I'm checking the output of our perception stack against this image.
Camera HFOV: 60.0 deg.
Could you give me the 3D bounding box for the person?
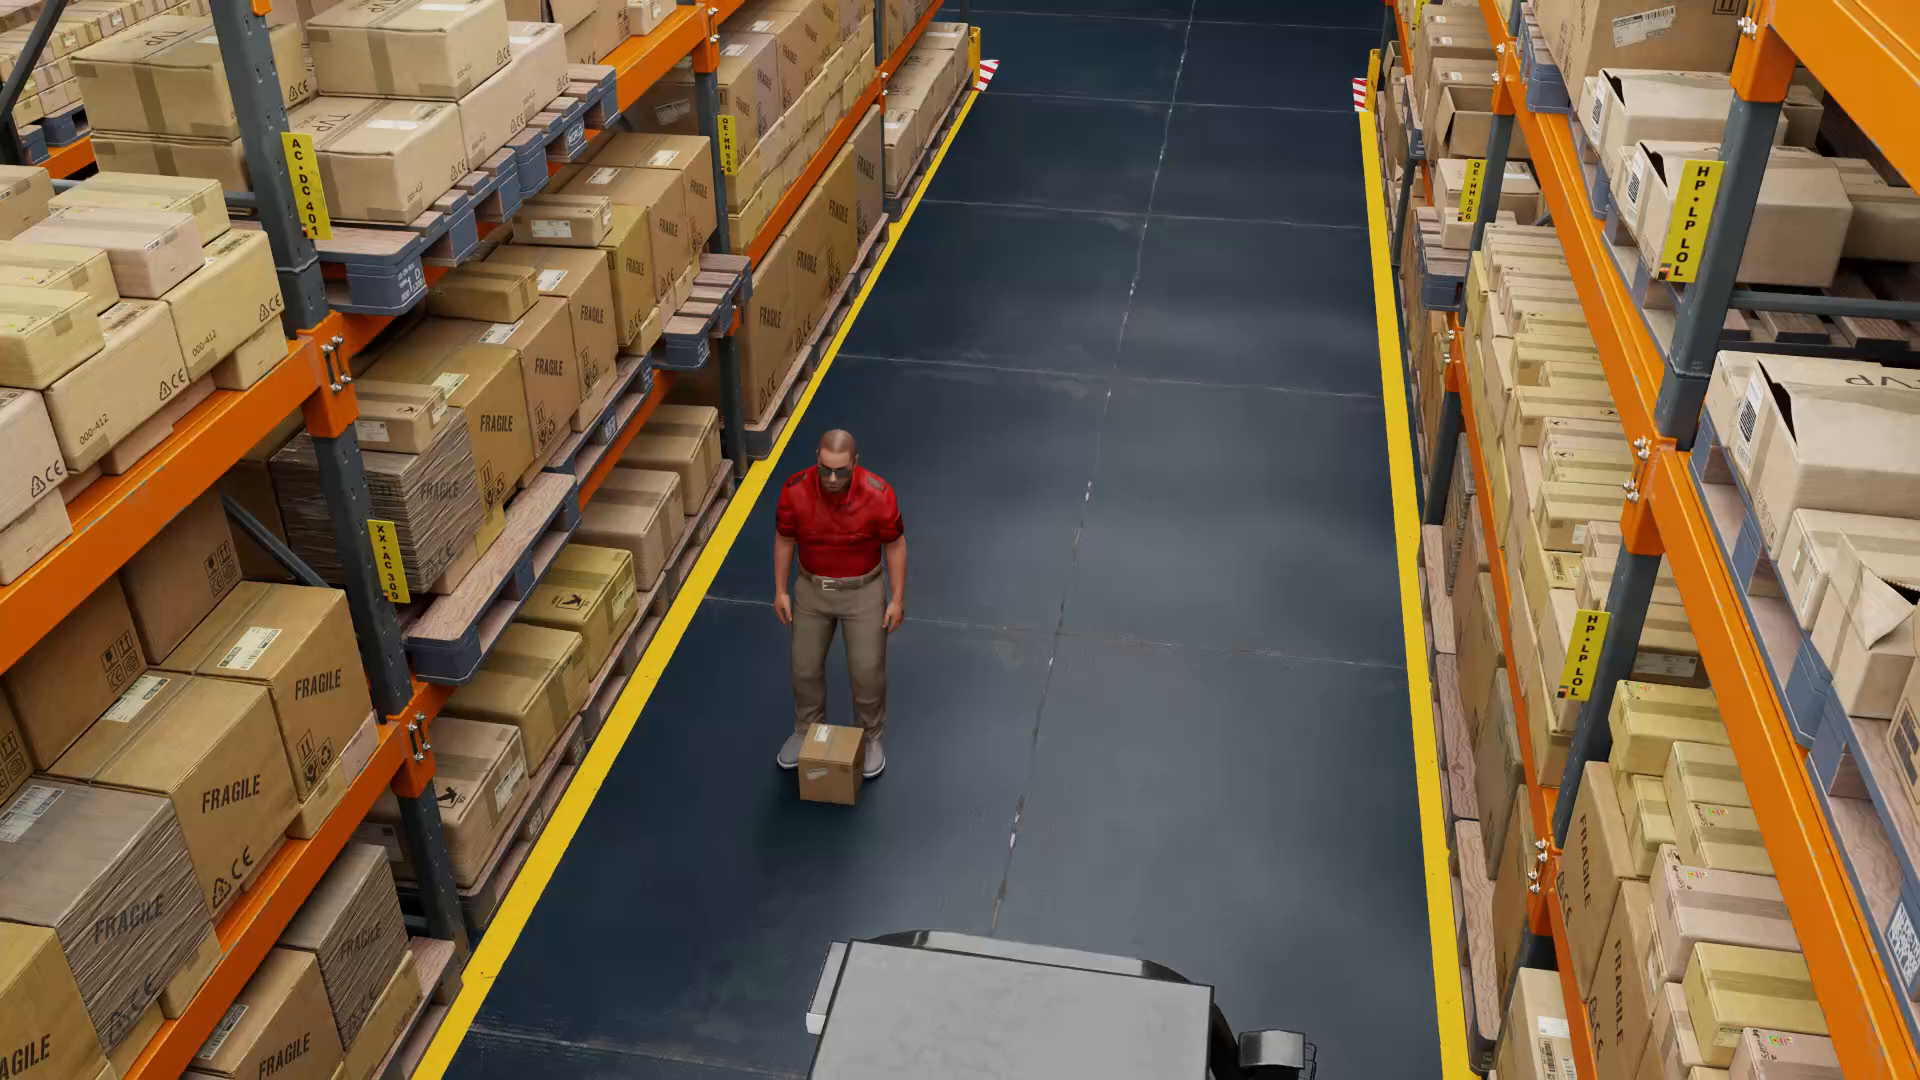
[{"bbox_3d":[-0.539,0.259,7.354,0.602,1.726,0.407,3,32,5],"label":"person"}]
